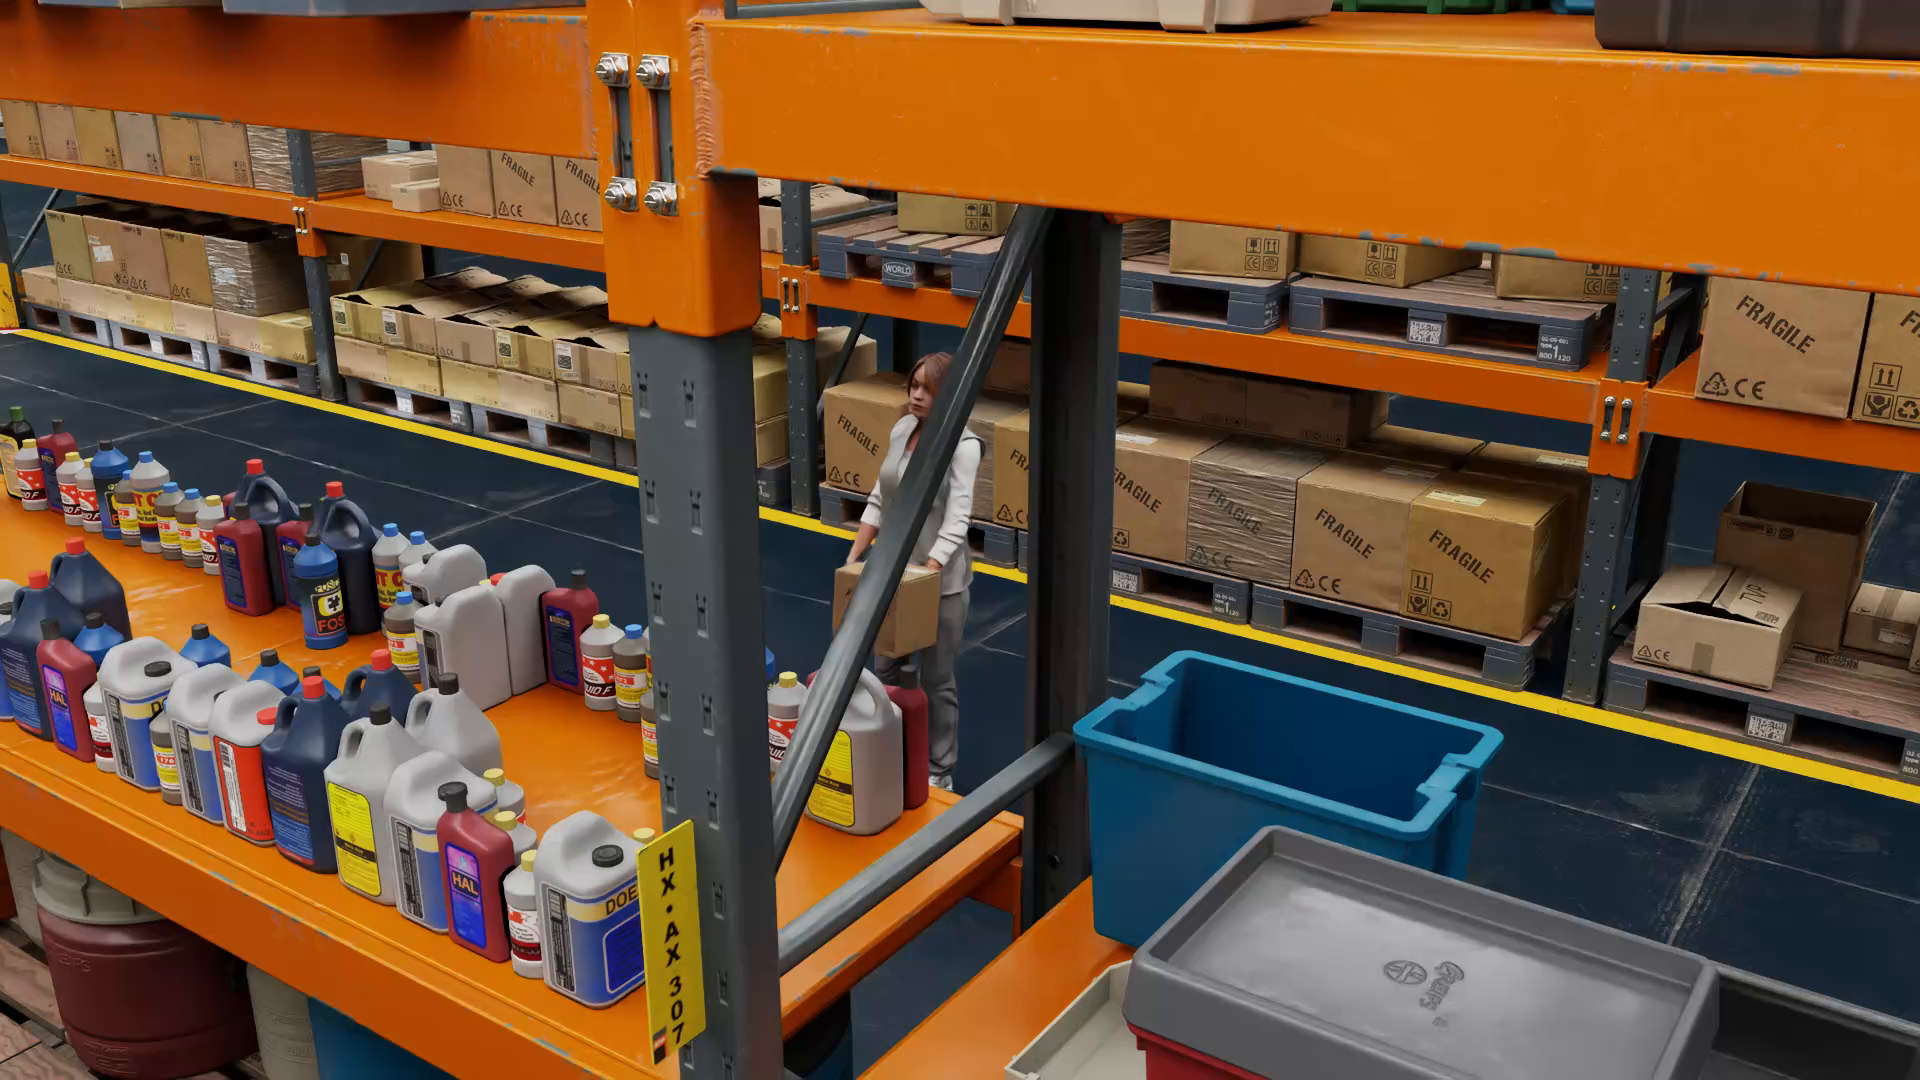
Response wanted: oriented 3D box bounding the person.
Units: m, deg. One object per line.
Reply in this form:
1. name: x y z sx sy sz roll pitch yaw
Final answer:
1. person: -0.160 0.162 5.632 0.444 1.599 0.442 17 26 39
